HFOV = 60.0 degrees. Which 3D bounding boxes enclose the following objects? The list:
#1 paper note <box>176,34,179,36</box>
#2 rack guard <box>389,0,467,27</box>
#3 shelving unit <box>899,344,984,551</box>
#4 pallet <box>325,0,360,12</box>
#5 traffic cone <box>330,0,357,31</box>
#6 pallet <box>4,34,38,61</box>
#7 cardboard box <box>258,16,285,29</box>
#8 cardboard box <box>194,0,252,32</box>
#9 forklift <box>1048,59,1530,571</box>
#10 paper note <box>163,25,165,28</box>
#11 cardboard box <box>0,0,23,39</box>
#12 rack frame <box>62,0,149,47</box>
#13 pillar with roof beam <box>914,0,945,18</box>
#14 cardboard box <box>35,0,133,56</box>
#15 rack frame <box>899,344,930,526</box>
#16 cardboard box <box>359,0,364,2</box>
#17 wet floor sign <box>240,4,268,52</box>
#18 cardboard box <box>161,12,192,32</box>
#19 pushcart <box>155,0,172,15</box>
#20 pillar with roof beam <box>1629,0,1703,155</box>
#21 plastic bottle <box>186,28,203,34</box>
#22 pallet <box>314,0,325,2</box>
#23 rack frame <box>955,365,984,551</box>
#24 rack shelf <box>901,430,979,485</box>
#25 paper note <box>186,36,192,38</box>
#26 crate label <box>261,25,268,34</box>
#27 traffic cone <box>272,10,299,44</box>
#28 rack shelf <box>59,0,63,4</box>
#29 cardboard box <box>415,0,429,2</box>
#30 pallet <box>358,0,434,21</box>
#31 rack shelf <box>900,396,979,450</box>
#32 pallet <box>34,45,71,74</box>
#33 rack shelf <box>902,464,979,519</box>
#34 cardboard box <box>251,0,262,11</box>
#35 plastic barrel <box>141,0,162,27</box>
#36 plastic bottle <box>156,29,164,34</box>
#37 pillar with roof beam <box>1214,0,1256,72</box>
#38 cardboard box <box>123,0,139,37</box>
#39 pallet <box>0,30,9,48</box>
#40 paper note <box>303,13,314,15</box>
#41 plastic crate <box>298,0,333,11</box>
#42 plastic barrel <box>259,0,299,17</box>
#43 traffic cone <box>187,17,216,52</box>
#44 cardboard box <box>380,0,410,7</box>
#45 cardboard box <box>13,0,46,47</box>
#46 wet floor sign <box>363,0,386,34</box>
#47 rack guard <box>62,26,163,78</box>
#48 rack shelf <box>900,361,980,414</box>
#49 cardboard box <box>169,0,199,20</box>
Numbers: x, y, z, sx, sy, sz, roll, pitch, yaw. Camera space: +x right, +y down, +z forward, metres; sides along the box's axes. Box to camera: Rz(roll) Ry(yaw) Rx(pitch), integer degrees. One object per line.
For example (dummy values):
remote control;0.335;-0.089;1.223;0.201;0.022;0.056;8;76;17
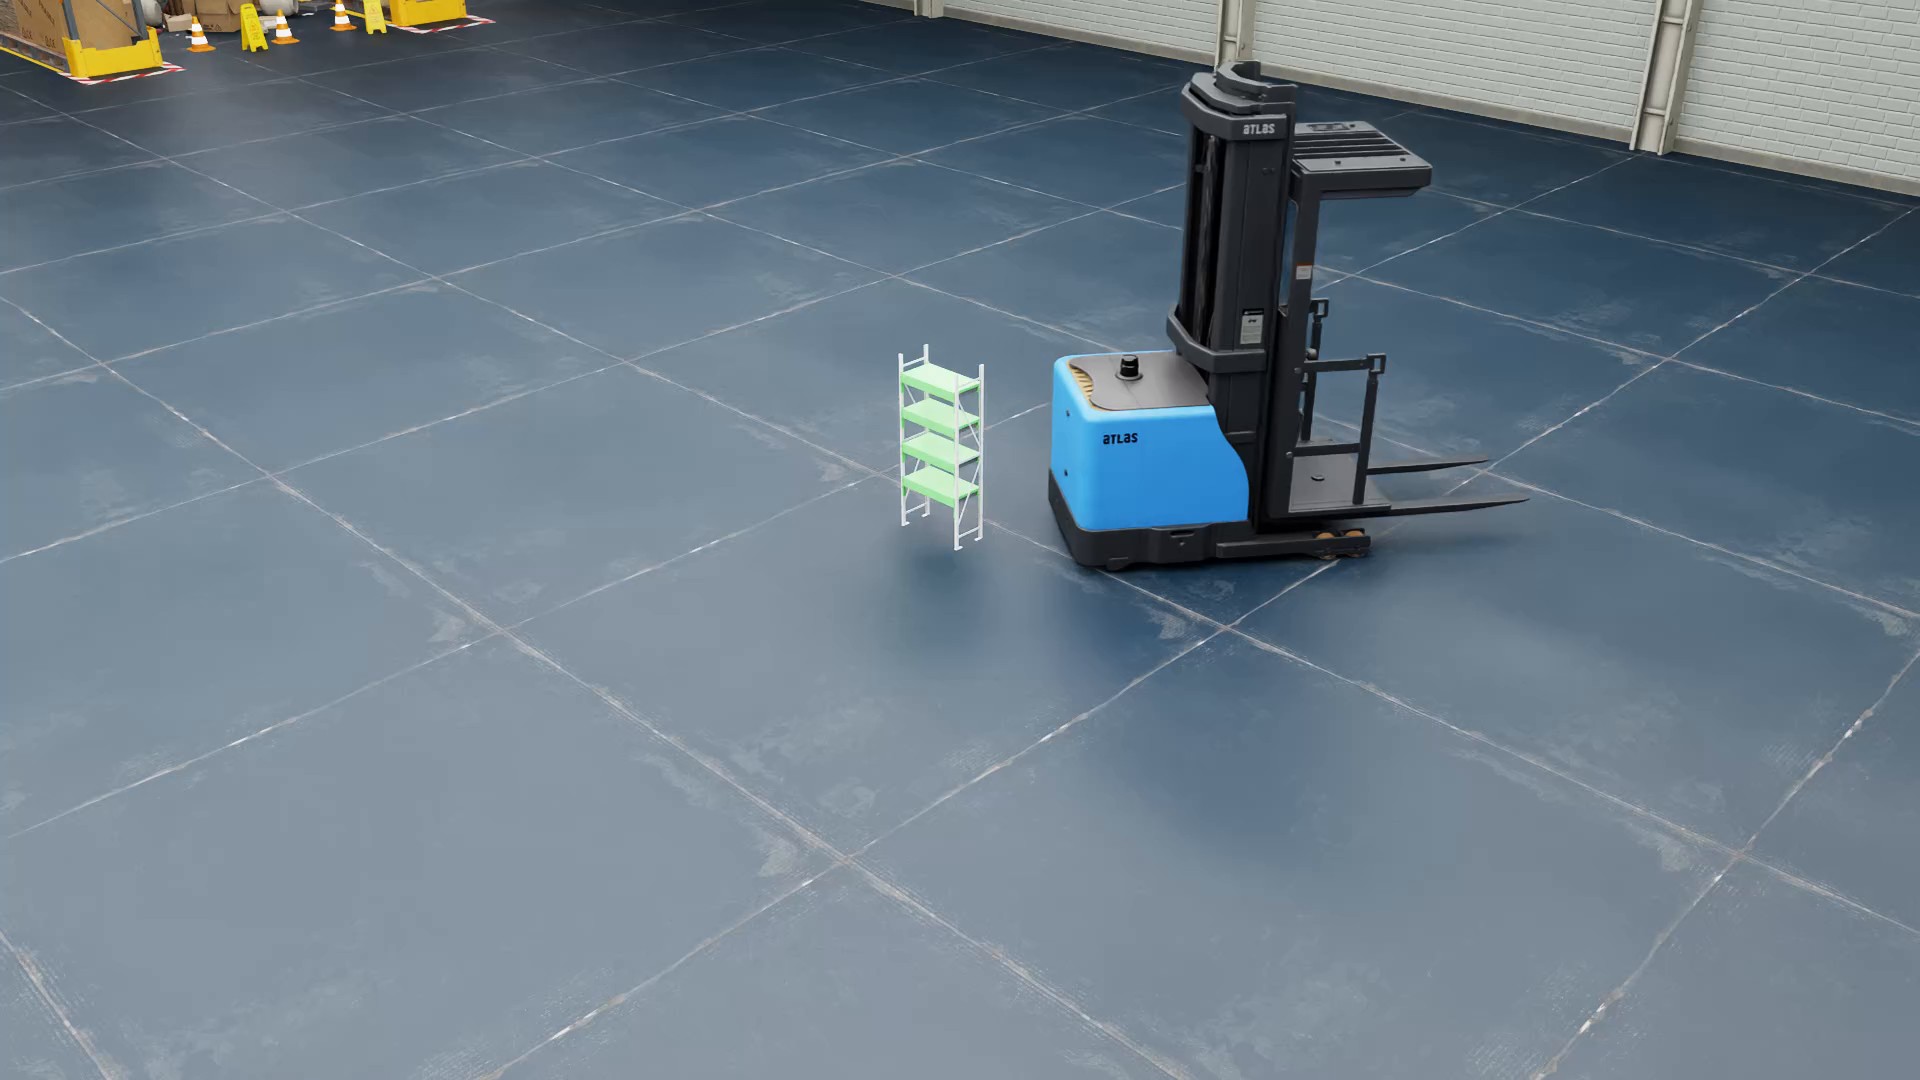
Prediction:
paper note;-11.960;-7.719;25.412;0.032;0.001;0.123;-7;29;-14
rack guard;-8.439;-8.498;26.367;0.348;0.500;1.175;25;36;38
shelving unit;-0.118;-0.585;10.567;0.503;1.200;0.258;25;36;38
pallet;-9.859;-9.045;27.717;1.213;0.211;1.003;25;36;38
traffic cone;-9.596;-8.169;25.781;0.334;0.463;0.336;25;36;38
pallet;-13.274;-7.302;24.404;1.213;0.211;1.003;25;36;38
cardboard box;-10.735;-8.074;25.939;0.380;0.149;0.250;-7;29;-14
cardboard box;-11.412;-8.207;25.811;0.637;0.503;0.797;2;28;4
forklift;2.150;-1.413;10.282;3.031;2.935;1.130;-4;28;-8
paper note;-12.384;-8.055;26.038;0.172;0.023;0.155;-13;30;-22
cardboard box;-13.590;-7.933;24.439;0.875;0.875;0.875;25;37;39
rack frame;-11.783;-7.903;22.551;0.127;3.000;1.000;25;36;38
pillar with roof beam;-3.512;-11.023;22.037;0.400;9.000;9.100;25;36;38
cardboard box;-12.313;-7.348;23.327;0.875;0.875;0.875;25;37;39
rack frame;-0.292;-0.665;10.718;0.015;1.200;0.240;25;36;38
cardboard box;-9.513;-8.894;26.938;0.500;0.250;0.500;25;37;39
wet floor sign;-10.374;-7.509;24.331;0.232;0.644;0.267;18;33;30
cardboard box;-12.118;-8.049;25.765;0.396;0.266;0.258;-18;33;-31
pushcart;-12.800;-8.951;27.360;0.936;0.377;1.648;12;30;22
pillar with roof beam;5.045;-7.107;14.591;0.400;9.000;9.100;25;36;38
plastic bottle;-11.786;-7.819;25.548;0.283;0.061;0.133;12;30;22
pallet;-10.733;-9.443;28.475;1.213;0.211;1.003;25;36;38
rack frame;0.056;-0.505;10.415;0.015;1.200;0.240;25;36;38
rack shelf;-0.118;-0.529;10.597;0.480;0.148;0.258;25;36;38
paper note;-11.681;-7.650;25.261;0.144;0.017;0.142;-13;30;-22
crate label;-10.735;-7.781;25.394;0.298;0.136;0.250;7;29;13
traffic cone;-10.131;-7.689;24.869;0.334;0.463;0.336;25;36;38
rack shelf;-13.209;-8.238;23.960;4.000;0.370;1.077;25;36;38
cardboard box;-8.766;-8.903;26.955;0.500;0.250;0.500;24;36;38
pallet;-8.993;-8.647;26.961;1.213;0.211;1.003;25;36;38
rack shelf;-0.118;-0.741;10.485;0.480;0.148;0.258;25;36;38
pallet;-12.408;-6.904;23.647;1.213;0.211;1.003;25;36;38
rack shelf;-0.118;-0.316;10.708;0.480;0.148;0.258;25;36;38
cardboard box;-11.427;-8.978;27.278;0.500;0.500;0.500;-3;28;-5
plastic barrel;-12.751;-8.207;25.897;0.512;0.421;0.421;-3;28;-5
plastic bottle;-12.354;-7.793;25.498;0.133;0.061;0.283;12;30;22
pillar with roof beam;0.767;-9.065;18.314;0.400;9.000;9.100;25;36;38
cardboard box;-12.809;-7.937;25.299;0.500;0.500;0.500;-18;33;-31
pallet;-14.148;-7.700;25.161;1.213;0.211;1.003;25;36;38
paper note;-10.543;-8.512;26.898;0.148;0.019;0.142;12;30;22
plastic crate;-10.692;-8.808;27.408;0.583;0.080;0.402;12;30;22
plastic barrel;-10.919;-8.610;26.664;0.512;0.421;0.421;-3;28;-5
traffic cone;-11.166;-7.425;24.367;0.334;0.463;0.336;25;36;38
cardboard box;-9.167;-8.730;26.627;0.500;0.250;0.500;24;36;38
cardboard box;-12.942;-7.635;23.872;0.875;0.875;0.875;24;36;38
wet floor sign;-8.999;-8.120;25.493;0.267;0.644;0.232;-13;30;-22
rack guard;-11.766;-6.789;23.118;0.348;0.500;1.175;25;36;38
rack shelf;-0.118;-0.953;10.373;0.480;0.148;0.258;25;36;38
cardboard box;-12.085;-8.570;26.355;0.503;0.637;0.797;25;36;38
